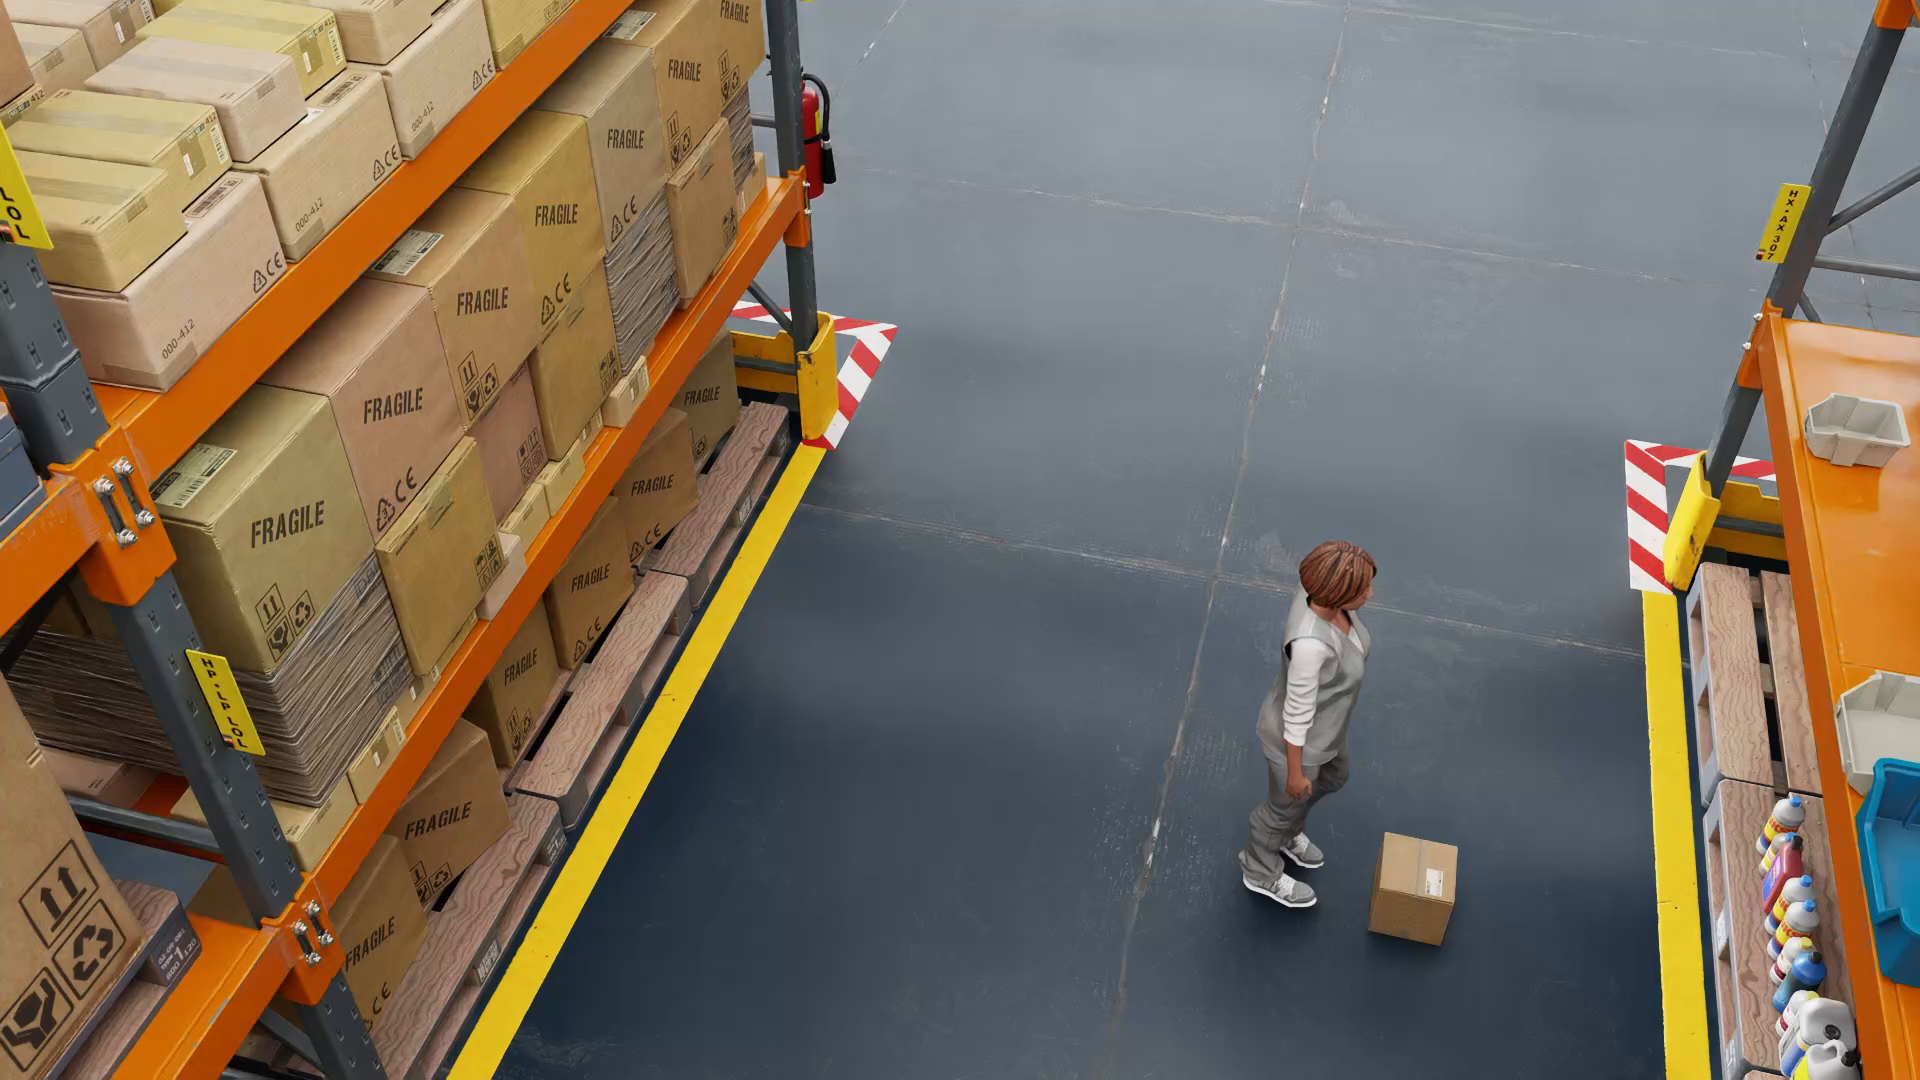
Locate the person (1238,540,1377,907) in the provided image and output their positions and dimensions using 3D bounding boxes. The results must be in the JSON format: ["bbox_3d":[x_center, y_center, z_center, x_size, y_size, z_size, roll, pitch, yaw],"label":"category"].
[{"bbox_3d":[1.133,0.635,5.450,0.322,1.616,0.451,14,44,16],"label":"person"}]
